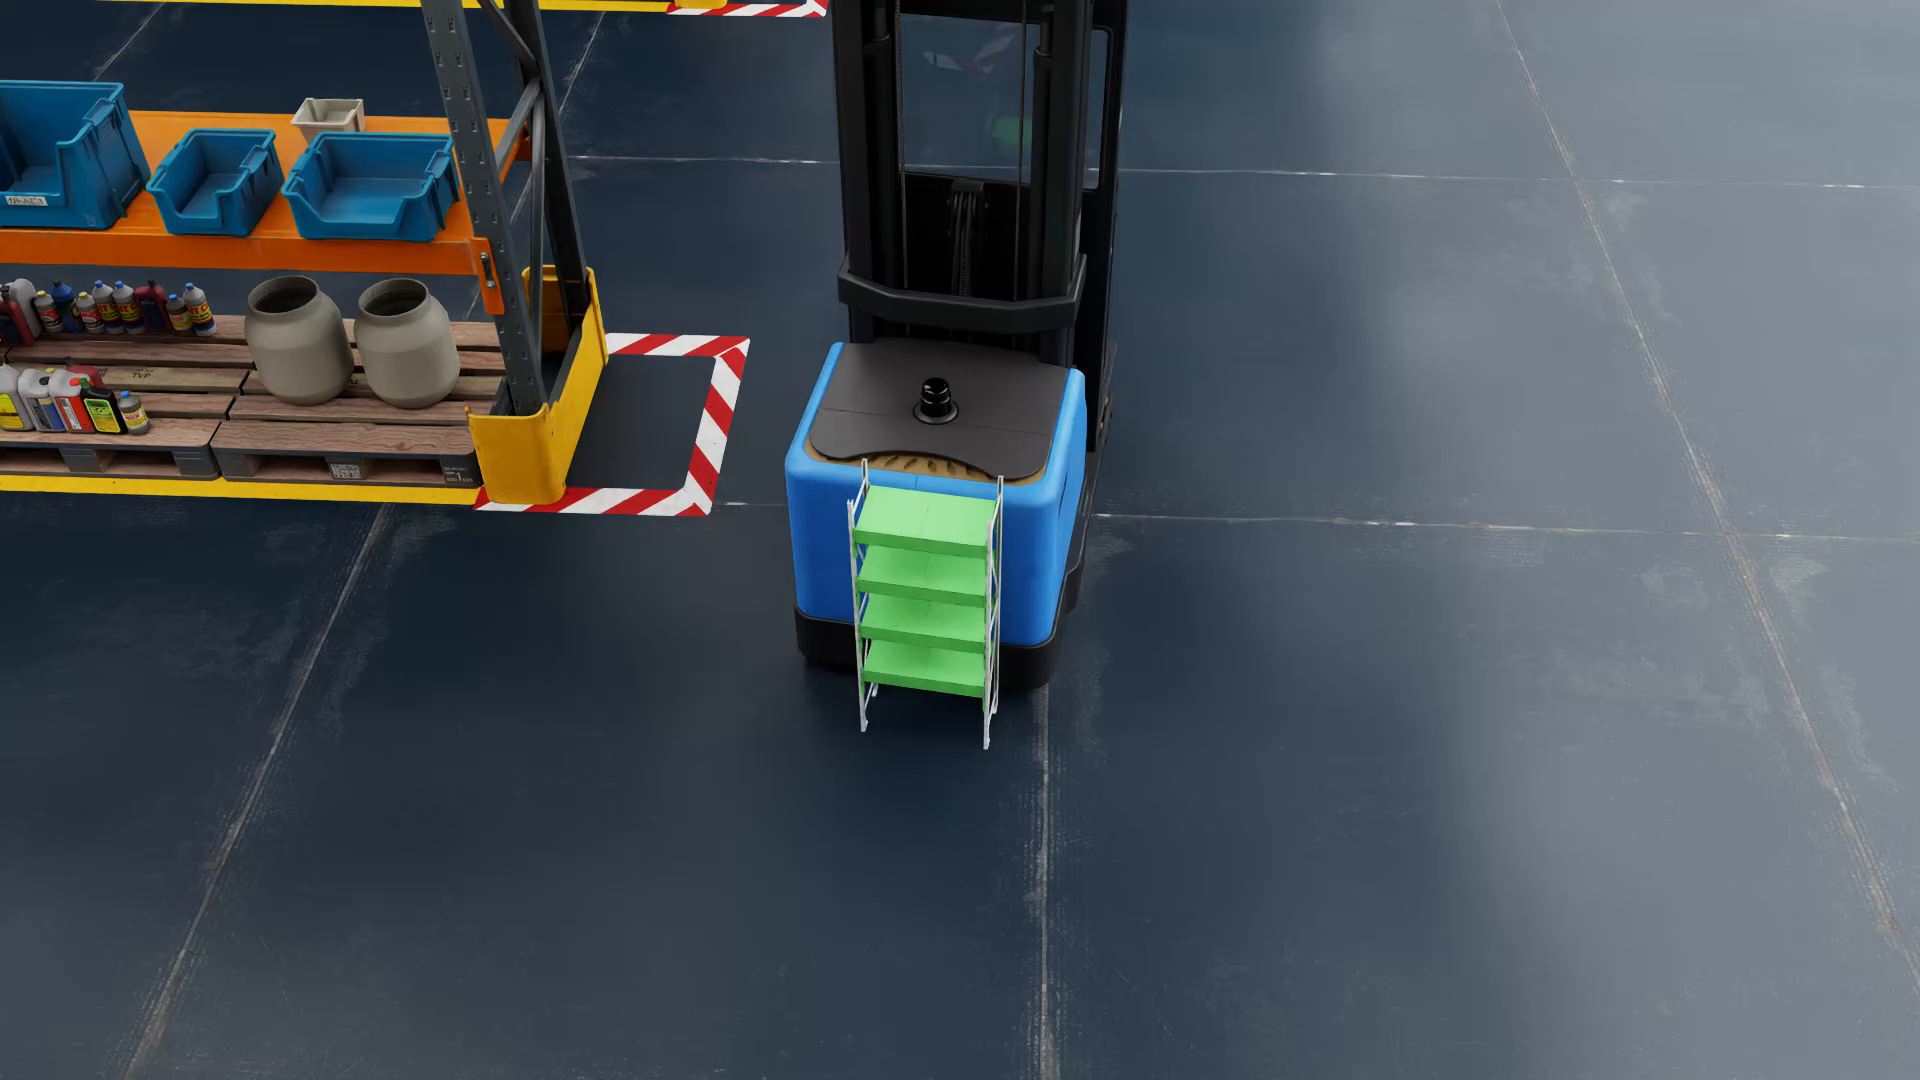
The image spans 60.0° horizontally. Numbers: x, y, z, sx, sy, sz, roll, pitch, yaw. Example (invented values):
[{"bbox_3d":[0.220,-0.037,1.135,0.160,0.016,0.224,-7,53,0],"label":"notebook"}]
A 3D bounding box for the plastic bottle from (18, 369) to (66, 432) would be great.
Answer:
[{"bbox_3d":[-4.118,-0.640,7.497,0.135,0.276,0.152,1,43,1],"label":"plastic bottle"}]

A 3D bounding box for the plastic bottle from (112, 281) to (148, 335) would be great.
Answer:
[{"bbox_3d":[-4.014,-1.128,8.025,0.097,0.271,0.097,0,43,0],"label":"plastic bottle"}]

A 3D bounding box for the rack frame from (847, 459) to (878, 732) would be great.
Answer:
[{"bbox_3d":[-0.358,0.233,6.205,0.015,1.200,0.240,7,43,8],"label":"rack frame"}]

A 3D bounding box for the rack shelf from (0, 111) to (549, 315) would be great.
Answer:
[{"bbox_3d":[-3.872,-1.485,7.257,4.000,0.370,1.077,2,43,2],"label":"rack shelf"}]

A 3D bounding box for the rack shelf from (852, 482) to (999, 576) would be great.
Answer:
[{"bbox_3d":[-0.118,-0.041,5.888,0.480,0.148,0.258,7,43,8],"label":"rack shelf"}]

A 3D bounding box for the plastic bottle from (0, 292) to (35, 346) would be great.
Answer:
[{"bbox_3d":[-4.542,-1.057,7.940,0.133,0.283,0.061,2,43,2],"label":"plastic bottle"}]

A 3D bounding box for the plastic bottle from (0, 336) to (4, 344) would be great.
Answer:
[{"bbox_3d":[-4.679,-1.067,7.950,0.133,0.283,0.061,2,43,2],"label":"plastic bottle"}]

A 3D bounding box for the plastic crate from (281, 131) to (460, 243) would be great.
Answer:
[{"bbox_3d":[-2.388,-1.444,6.794,0.616,0.251,0.499,2,43,2],"label":"plastic crate"}]

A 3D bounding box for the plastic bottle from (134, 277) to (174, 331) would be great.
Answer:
[{"bbox_3d":[-3.897,-1.141,8.030,0.133,0.283,0.061,2,43,3],"label":"plastic bottle"}]

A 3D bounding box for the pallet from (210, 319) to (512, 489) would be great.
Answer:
[{"bbox_3d":[-2.764,-0.666,7.895,1.213,0.211,1.003,2,43,2],"label":"pallet"}]

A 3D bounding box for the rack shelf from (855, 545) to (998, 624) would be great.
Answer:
[{"bbox_3d":[-0.118,0.135,6.052,0.480,0.148,0.258,7,43,8],"label":"rack shelf"}]

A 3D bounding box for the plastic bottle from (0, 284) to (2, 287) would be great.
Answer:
[{"bbox_3d":[-4.700,-1.162,8.003,0.185,0.351,0.144,2,43,2],"label":"plastic bottle"}]

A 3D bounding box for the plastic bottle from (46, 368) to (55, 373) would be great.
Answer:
[{"bbox_3d":[-4.131,-0.698,7.614,0.097,0.201,0.097,0,43,0],"label":"plastic bottle"}]

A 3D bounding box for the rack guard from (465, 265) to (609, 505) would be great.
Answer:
[{"bbox_3d":[-1.952,-0.743,7.766,0.348,0.500,1.175,2,43,2],"label":"rack guard"}]

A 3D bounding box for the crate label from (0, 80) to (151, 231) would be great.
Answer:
[{"bbox_3d":[-3.725,-1.572,6.797,0.616,0.435,0.502,2,43,2],"label":"crate label"}]

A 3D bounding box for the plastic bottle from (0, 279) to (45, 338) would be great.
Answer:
[{"bbox_3d":[-4.537,-1.127,8.020,0.135,0.276,0.152,2,43,3],"label":"plastic bottle"}]

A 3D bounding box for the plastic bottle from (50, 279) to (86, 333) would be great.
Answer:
[{"bbox_3d":[-4.316,-1.137,8.035,0.097,0.271,0.097,0,43,0],"label":"plastic bottle"}]

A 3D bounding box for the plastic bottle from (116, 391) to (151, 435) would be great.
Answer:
[{"bbox_3d":[-3.729,-0.582,7.490,0.097,0.201,0.097,0,43,0],"label":"plastic bottle"}]

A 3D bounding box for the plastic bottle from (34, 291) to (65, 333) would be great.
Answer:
[{"bbox_3d":[-4.418,-1.115,8.062,0.097,0.201,0.097,0,43,0],"label":"plastic bottle"}]

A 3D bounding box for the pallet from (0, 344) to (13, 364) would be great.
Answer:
[{"bbox_3d":[-5.201,-0.741,7.975,1.213,0.211,1.003,2,43,2],"label":"pallet"}]

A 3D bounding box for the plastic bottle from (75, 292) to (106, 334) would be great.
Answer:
[{"bbox_3d":[-4.213,-1.109,8.055,0.097,0.201,0.097,0,43,0],"label":"plastic bottle"}]

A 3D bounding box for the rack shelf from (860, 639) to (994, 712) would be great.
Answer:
[{"bbox_3d":[-0.118,0.486,6.379,0.480,0.148,0.258,7,43,8],"label":"rack shelf"}]

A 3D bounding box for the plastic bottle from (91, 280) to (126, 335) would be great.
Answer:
[{"bbox_3d":[-4.114,-1.131,8.028,0.097,0.271,0.097,0,43,0],"label":"plastic bottle"}]

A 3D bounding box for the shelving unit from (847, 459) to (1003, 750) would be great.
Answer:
[{"bbox_3d":[-0.118,0.264,6.172,0.503,1.200,0.258,7,43,8],"label":"shelving unit"}]

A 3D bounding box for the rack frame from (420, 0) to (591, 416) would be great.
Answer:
[{"bbox_3d":[-1.874,-1.687,6.946,0.127,3.000,1.000,2,43,2],"label":"rack frame"}]

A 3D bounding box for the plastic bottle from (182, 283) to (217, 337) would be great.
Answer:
[{"bbox_3d":[-3.672,-1.118,8.013,0.097,0.271,0.097,0,43,0],"label":"plastic bottle"}]

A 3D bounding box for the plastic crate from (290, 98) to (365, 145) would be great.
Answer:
[{"bbox_3d":[-2.754,-1.837,7.300,0.250,0.136,0.298,2,43,2],"label":"plastic crate"}]

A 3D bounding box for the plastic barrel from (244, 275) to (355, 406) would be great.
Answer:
[{"bbox_3d":[-3.036,-0.914,7.633,0.421,0.512,0.421,0,43,0],"label":"plastic barrel"}]

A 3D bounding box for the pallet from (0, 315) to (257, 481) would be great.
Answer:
[{"bbox_3d":[-3.979,-0.705,7.937,1.213,0.211,1.003,2,43,2],"label":"pallet"}]

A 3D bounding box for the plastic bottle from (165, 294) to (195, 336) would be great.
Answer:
[{"bbox_3d":[-3.775,-1.095,8.041,0.097,0.201,0.097,0,43,0],"label":"plastic bottle"}]

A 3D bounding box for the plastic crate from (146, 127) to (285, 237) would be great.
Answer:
[{"bbox_3d":[-3.036,-1.468,6.820,0.408,0.251,0.499,2,43,2],"label":"plastic crate"}]

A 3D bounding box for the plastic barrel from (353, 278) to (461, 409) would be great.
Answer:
[{"bbox_3d":[-2.535,-0.899,7.616,0.421,0.512,0.421,0,43,0],"label":"plastic barrel"}]

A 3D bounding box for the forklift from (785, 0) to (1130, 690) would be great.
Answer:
[{"bbox_3d":[0.117,-1.494,6.788,1.130,2.935,3.031,7,43,8],"label":"forklift"}]

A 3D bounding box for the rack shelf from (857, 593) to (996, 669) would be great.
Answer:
[{"bbox_3d":[-0.118,0.311,6.216,0.480,0.148,0.258,7,43,8],"label":"rack shelf"}]

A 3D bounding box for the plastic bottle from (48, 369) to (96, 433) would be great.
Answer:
[{"bbox_3d":[-3.979,-0.636,7.493,0.135,0.276,0.152,2,43,2],"label":"plastic bottle"}]

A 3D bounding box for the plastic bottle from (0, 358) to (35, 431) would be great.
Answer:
[{"bbox_3d":[-4.284,-0.670,7.474,0.185,0.351,0.144,3,43,4],"label":"plastic bottle"}]

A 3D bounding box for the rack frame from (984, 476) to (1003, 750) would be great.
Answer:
[{"bbox_3d":[0.121,0.295,6.139,0.015,1.200,0.240,7,43,8],"label":"rack frame"}]

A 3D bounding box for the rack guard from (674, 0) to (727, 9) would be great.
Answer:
[{"bbox_3d":[-1.727,-4.147,11.421,0.348,0.500,1.175,2,43,2],"label":"rack guard"}]

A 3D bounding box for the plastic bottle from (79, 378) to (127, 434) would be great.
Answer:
[{"bbox_3d":[-3.846,-0.603,7.452,0.133,0.283,0.061,3,43,3],"label":"plastic bottle"}]

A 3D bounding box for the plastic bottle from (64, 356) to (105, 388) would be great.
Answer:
[{"bbox_3d":[-3.975,-0.711,7.568,0.133,0.283,0.061,2,43,2],"label":"plastic bottle"}]
